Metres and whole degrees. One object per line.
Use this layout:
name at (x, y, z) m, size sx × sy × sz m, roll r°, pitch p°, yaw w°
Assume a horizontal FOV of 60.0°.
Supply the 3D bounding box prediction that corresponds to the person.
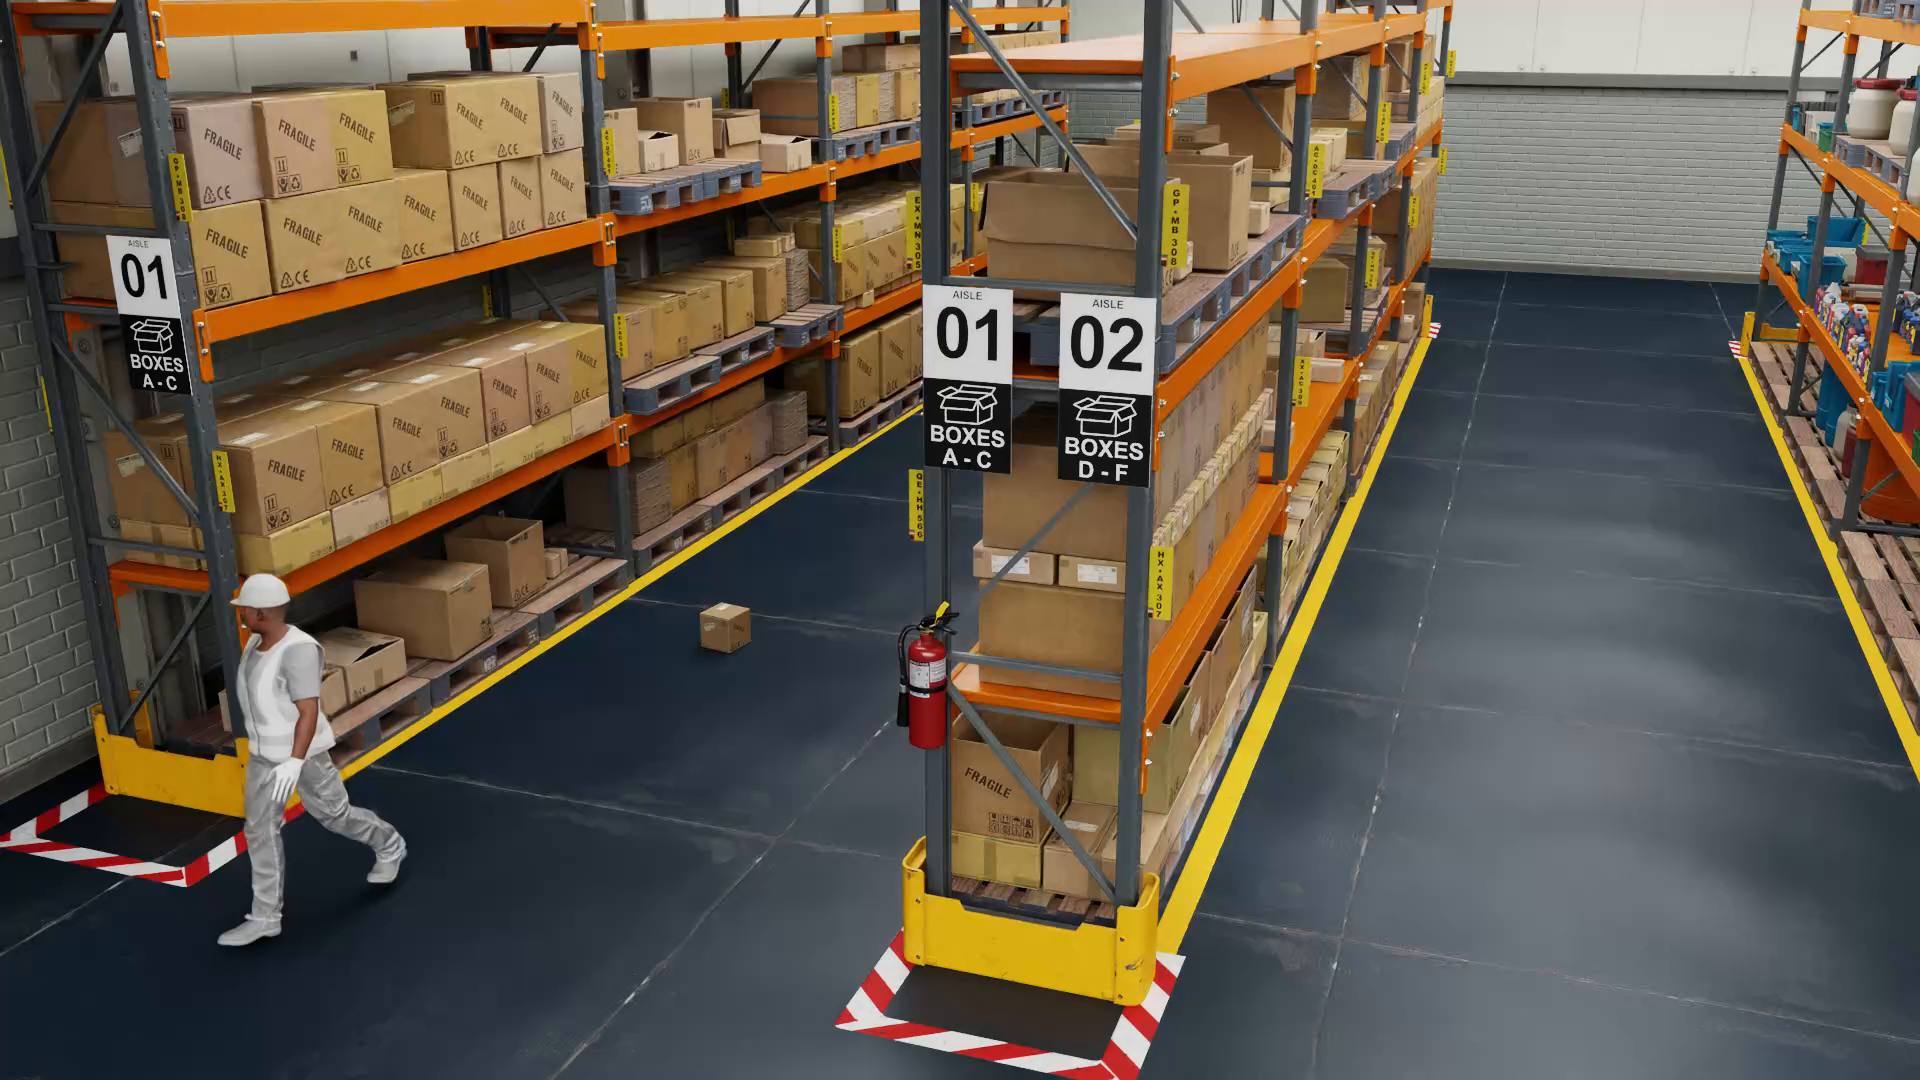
person at (-3.198, 1.018, 7.989) m, size 0.638 × 1.746 × 1.015 m, roll 12°, pitch 22°, yaw 32°
